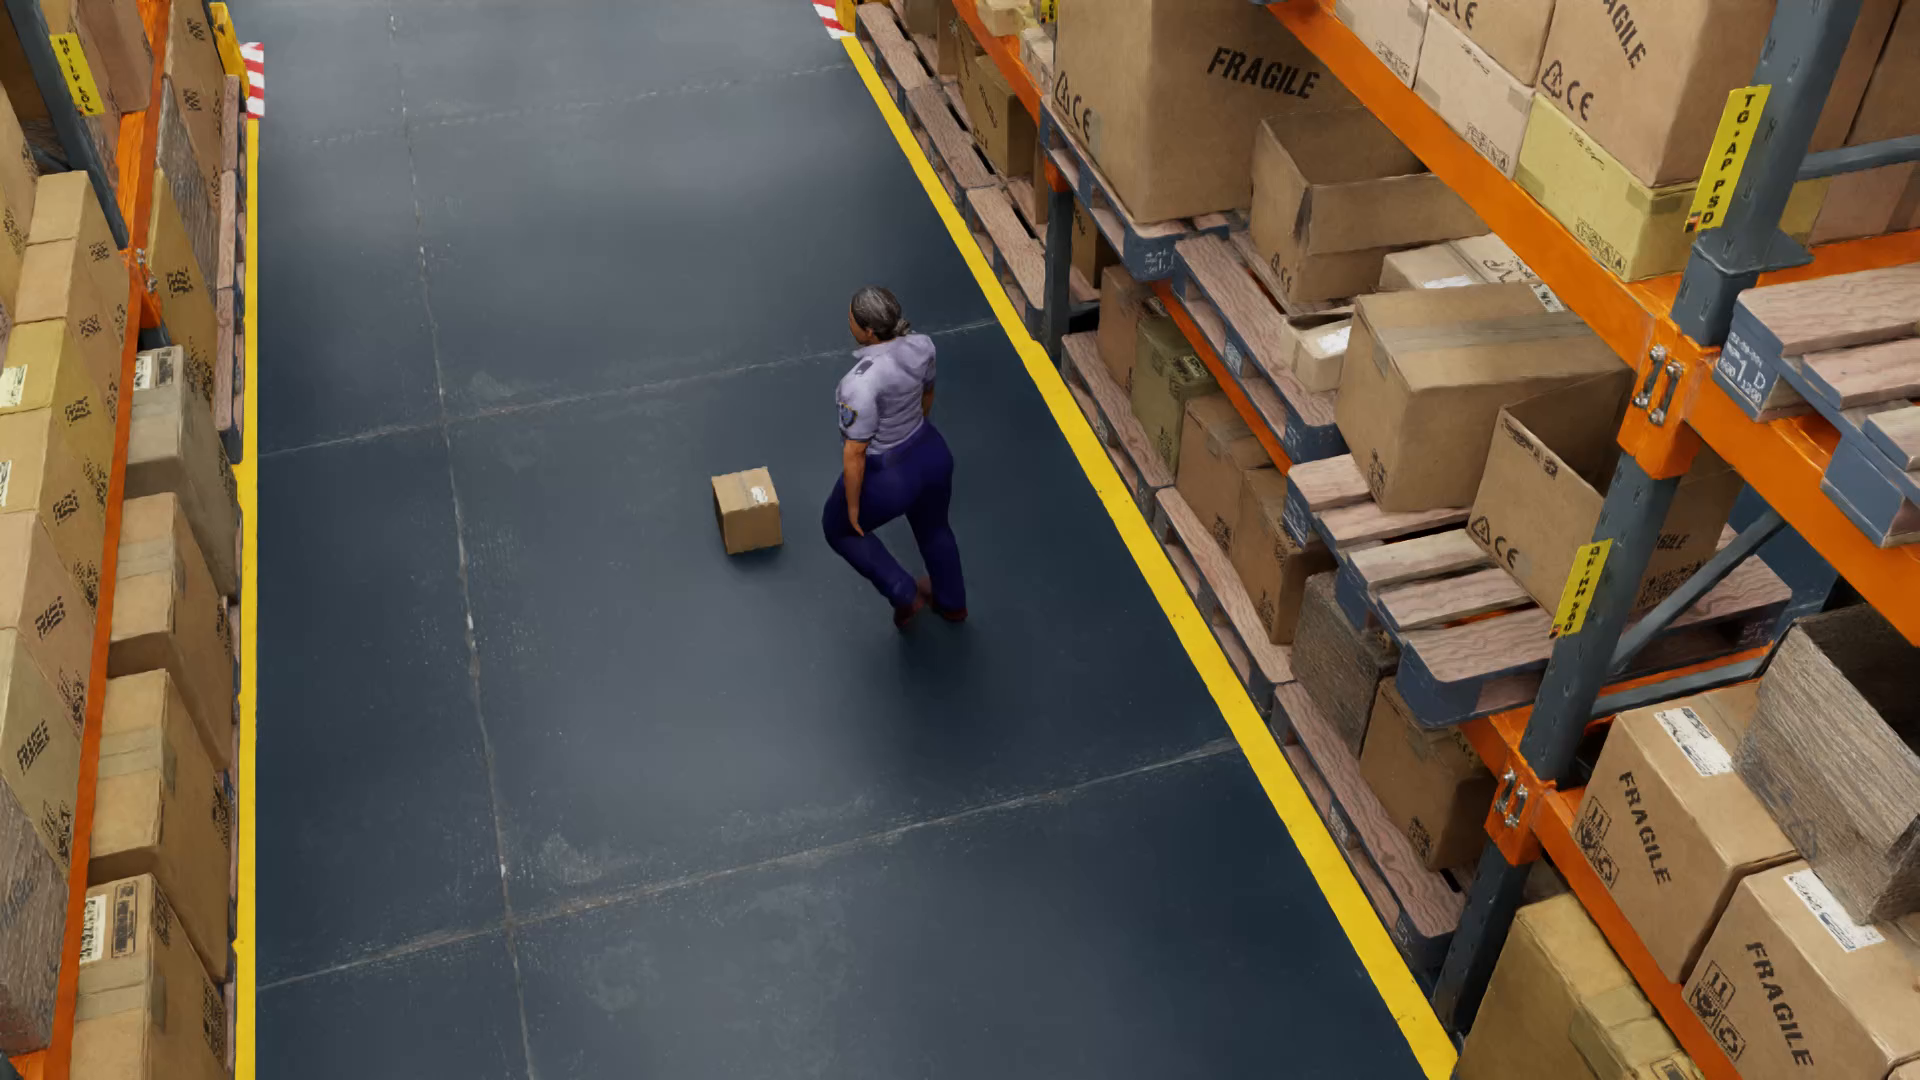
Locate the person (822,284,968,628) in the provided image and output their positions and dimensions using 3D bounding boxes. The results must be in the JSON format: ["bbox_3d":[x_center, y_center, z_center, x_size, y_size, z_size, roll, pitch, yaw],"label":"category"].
[{"bbox_3d":[-0.261,-0.282,6.465,0.480,1.647,0.616,30,50,28],"label":"person"}]
